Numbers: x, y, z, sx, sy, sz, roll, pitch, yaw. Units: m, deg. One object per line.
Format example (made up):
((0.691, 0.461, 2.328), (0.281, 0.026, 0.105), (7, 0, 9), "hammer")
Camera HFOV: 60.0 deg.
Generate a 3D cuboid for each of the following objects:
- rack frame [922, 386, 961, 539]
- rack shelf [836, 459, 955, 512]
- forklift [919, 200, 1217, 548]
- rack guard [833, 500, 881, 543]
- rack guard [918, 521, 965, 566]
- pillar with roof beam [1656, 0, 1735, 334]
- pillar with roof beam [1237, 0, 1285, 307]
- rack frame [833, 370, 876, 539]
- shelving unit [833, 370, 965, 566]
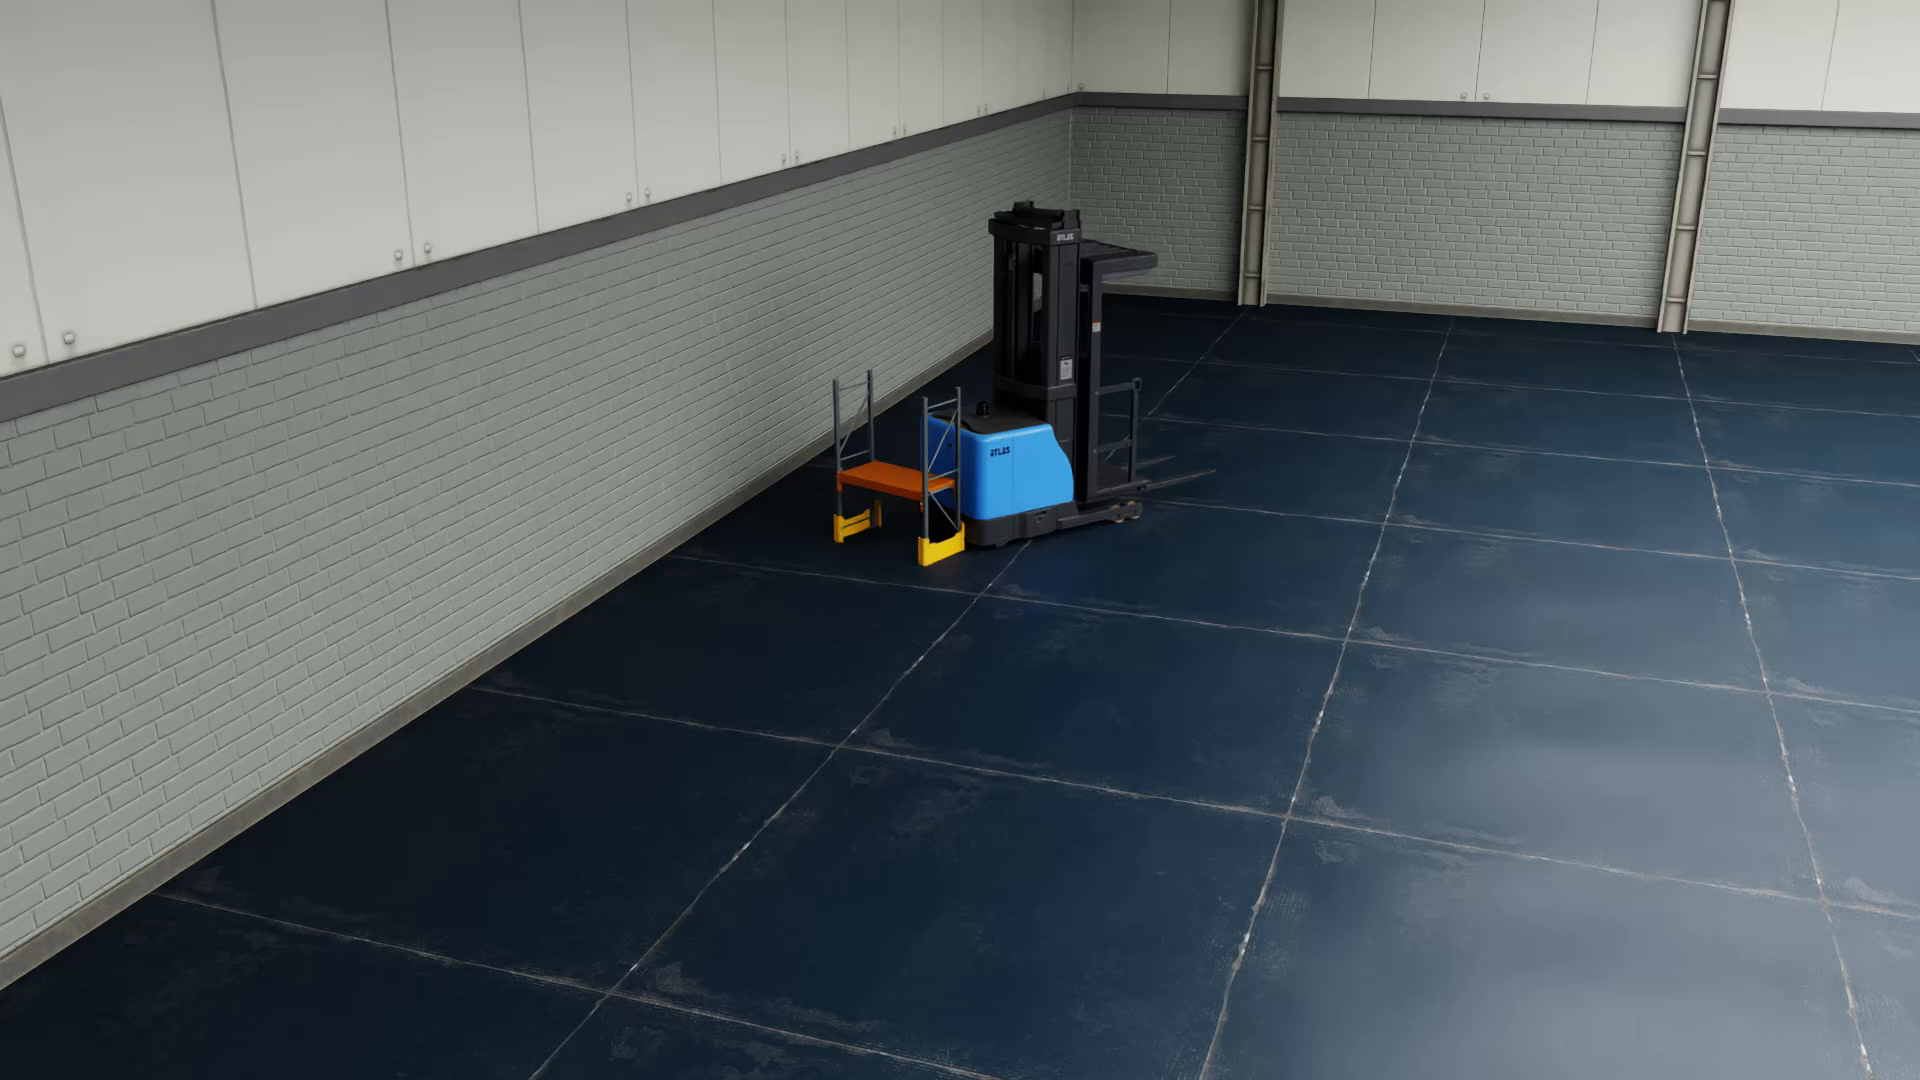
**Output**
((-0.160, -0.561, 14.522), (0.032, 1.500, 0.500), (15, 24, 36), "rack frame")
((-0.558, -0.495, 14.879), (1.000, 0.185, 0.538), (15, 24, 36), "rack shelf")
((1.120, -1.673, 15.537), (3.031, 2.935, 1.130), (-13, 23, -32), "forklift")
((-0.942, -0.175, 15.312), (0.087, 0.250, 0.587), (15, 24, 36), "rack guard")
((-0.161, 0.029, 14.728), (0.087, 0.250, 0.587), (15, 24, 36), "rack guard")
((8.755, -5.903, 18.454), (0.400, 9.000, 9.100), (7, 20, 18), "pillar with roof beam")
((3.087, -6.551, 20.313), (0.400, 9.000, 9.100), (7, 20, 18), "pillar with roof beam")
((-0.957, -0.769, 15.118), (0.032, 1.500, 0.500), (15, 24, 36), "rack frame")
((-0.551, -0.663, 14.814), (1.083, 1.500, 0.587), (15, 24, 36), "shelving unit")
